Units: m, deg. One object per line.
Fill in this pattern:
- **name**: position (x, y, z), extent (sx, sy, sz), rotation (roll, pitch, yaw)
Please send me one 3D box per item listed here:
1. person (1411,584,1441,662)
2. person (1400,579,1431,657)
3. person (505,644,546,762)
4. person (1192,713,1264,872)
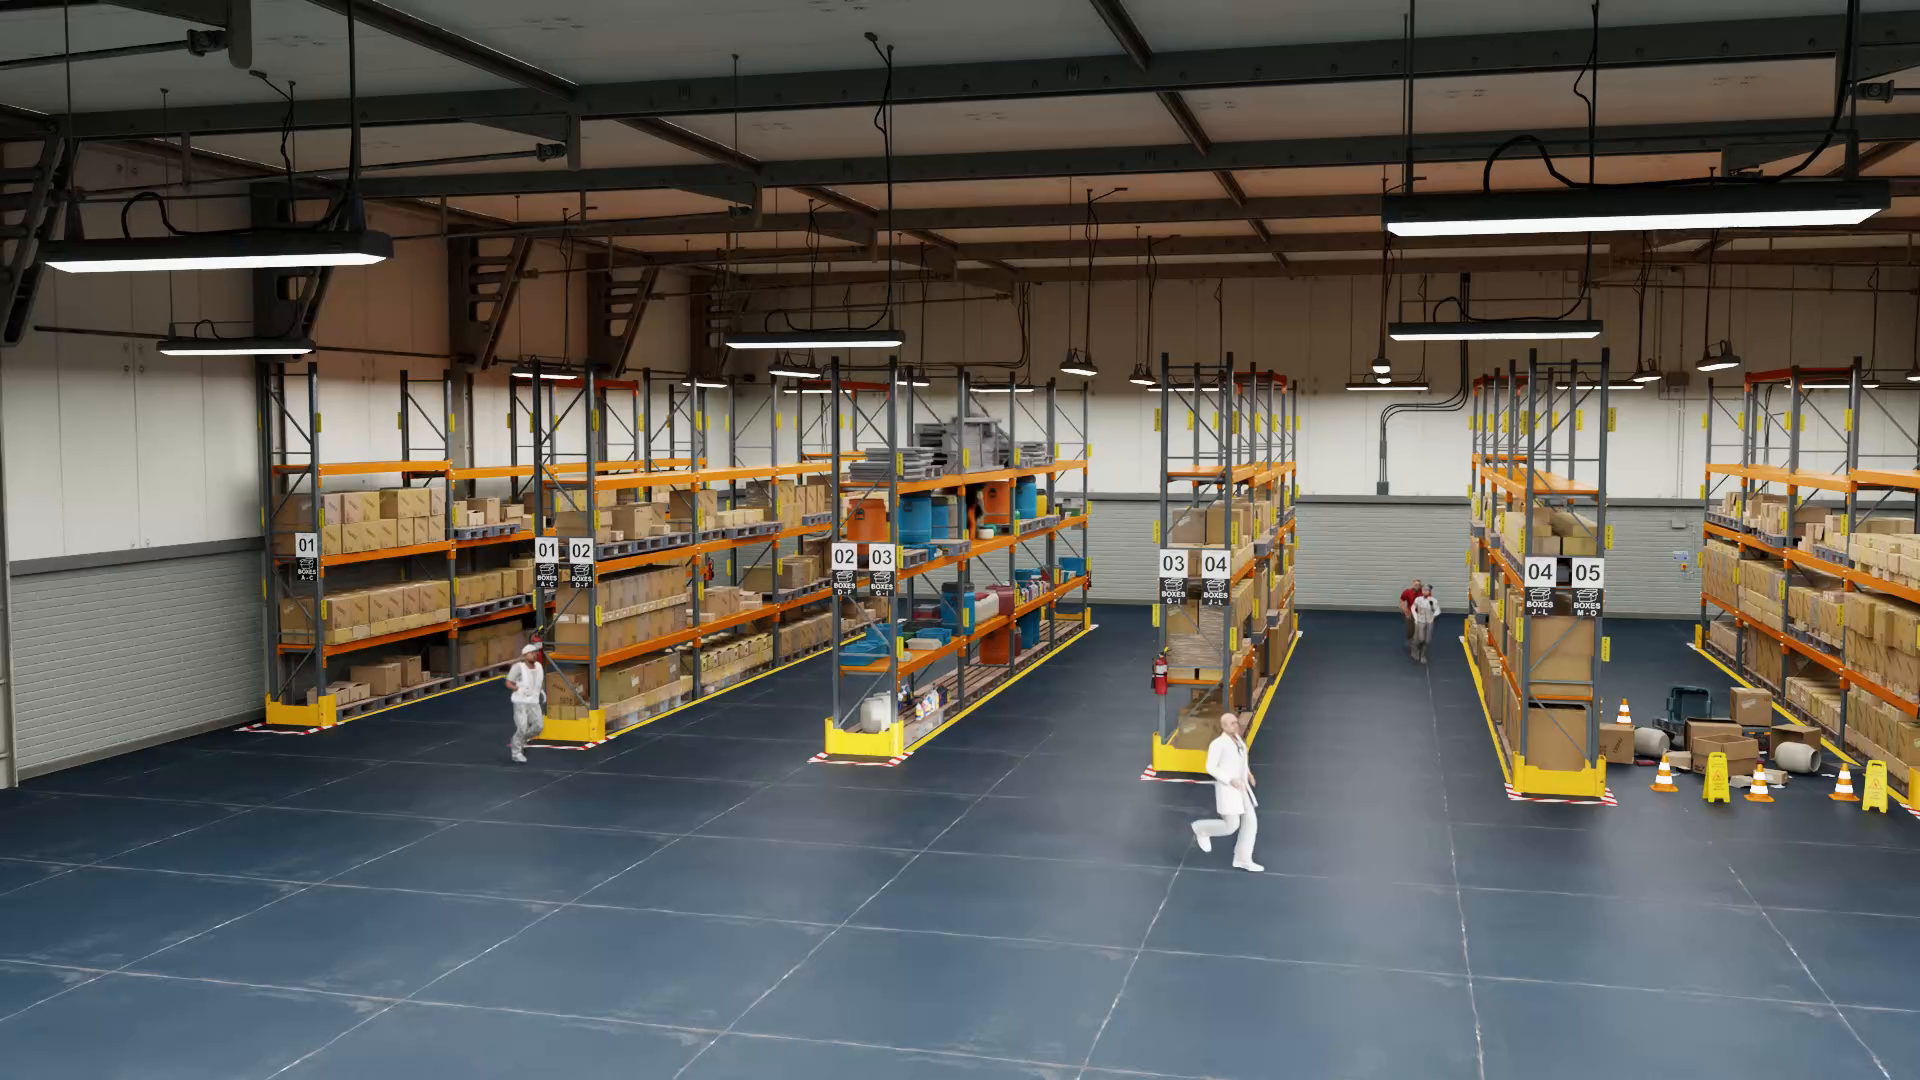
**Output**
- **person**: position (9.700, 1.733, 34.604), extent (0.596, 1.665, 0.566), rotation (1, 4, 13)
- **person**: position (9.854, 1.667, 36.049), extent (0.674, 1.699, 0.945), rotation (0, 4, 4)
- **person**: position (-6.388, 2.407, 24.658), extent (0.626, 1.721, 0.720), rotation (4, 5, 42)
- **person**: position (3.054, 2.821, 18.771), extent (0.725, 1.744, 0.904), rotation (-4, 6, -45)
